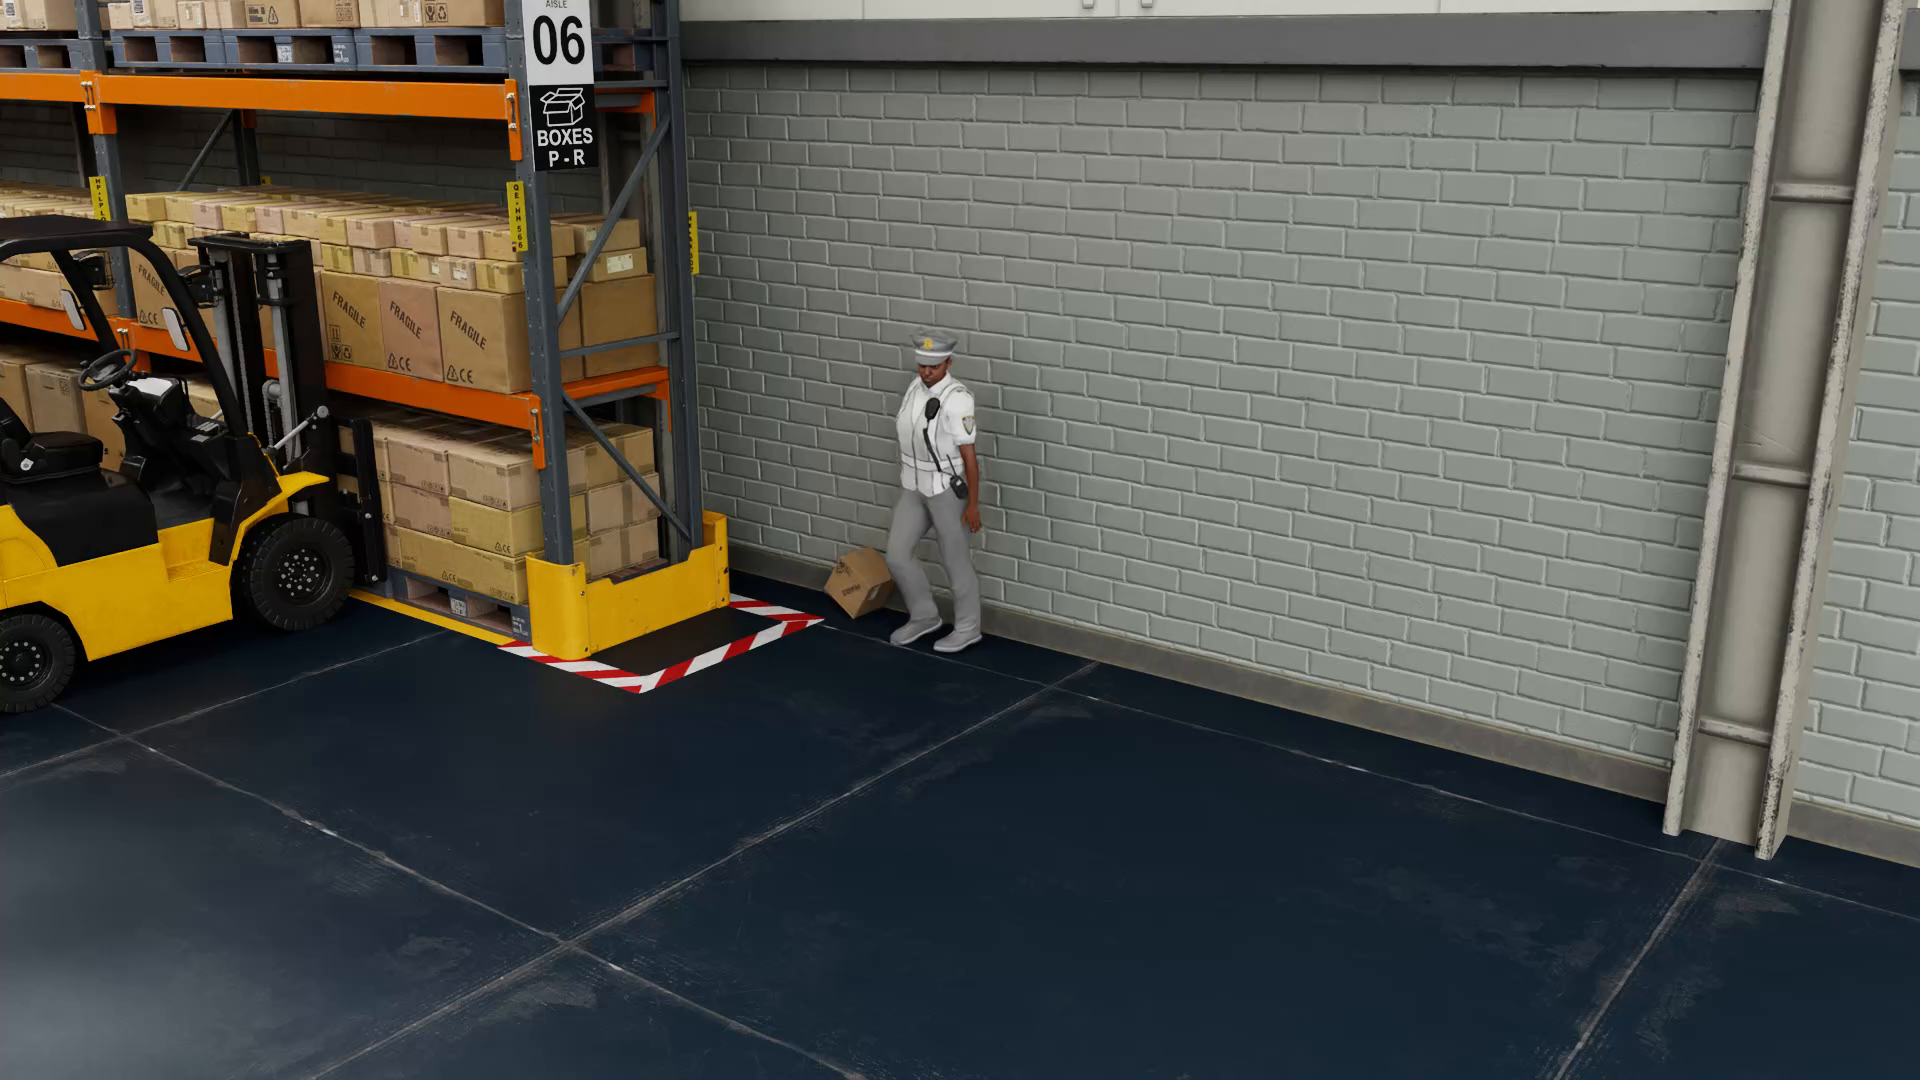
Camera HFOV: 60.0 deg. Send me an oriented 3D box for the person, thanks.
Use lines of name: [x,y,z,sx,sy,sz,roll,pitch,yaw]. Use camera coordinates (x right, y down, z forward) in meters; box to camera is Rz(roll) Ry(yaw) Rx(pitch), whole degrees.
person: [-0.109,-0.224,8.283,0.457,1.676,0.581,-15,22,-41]
